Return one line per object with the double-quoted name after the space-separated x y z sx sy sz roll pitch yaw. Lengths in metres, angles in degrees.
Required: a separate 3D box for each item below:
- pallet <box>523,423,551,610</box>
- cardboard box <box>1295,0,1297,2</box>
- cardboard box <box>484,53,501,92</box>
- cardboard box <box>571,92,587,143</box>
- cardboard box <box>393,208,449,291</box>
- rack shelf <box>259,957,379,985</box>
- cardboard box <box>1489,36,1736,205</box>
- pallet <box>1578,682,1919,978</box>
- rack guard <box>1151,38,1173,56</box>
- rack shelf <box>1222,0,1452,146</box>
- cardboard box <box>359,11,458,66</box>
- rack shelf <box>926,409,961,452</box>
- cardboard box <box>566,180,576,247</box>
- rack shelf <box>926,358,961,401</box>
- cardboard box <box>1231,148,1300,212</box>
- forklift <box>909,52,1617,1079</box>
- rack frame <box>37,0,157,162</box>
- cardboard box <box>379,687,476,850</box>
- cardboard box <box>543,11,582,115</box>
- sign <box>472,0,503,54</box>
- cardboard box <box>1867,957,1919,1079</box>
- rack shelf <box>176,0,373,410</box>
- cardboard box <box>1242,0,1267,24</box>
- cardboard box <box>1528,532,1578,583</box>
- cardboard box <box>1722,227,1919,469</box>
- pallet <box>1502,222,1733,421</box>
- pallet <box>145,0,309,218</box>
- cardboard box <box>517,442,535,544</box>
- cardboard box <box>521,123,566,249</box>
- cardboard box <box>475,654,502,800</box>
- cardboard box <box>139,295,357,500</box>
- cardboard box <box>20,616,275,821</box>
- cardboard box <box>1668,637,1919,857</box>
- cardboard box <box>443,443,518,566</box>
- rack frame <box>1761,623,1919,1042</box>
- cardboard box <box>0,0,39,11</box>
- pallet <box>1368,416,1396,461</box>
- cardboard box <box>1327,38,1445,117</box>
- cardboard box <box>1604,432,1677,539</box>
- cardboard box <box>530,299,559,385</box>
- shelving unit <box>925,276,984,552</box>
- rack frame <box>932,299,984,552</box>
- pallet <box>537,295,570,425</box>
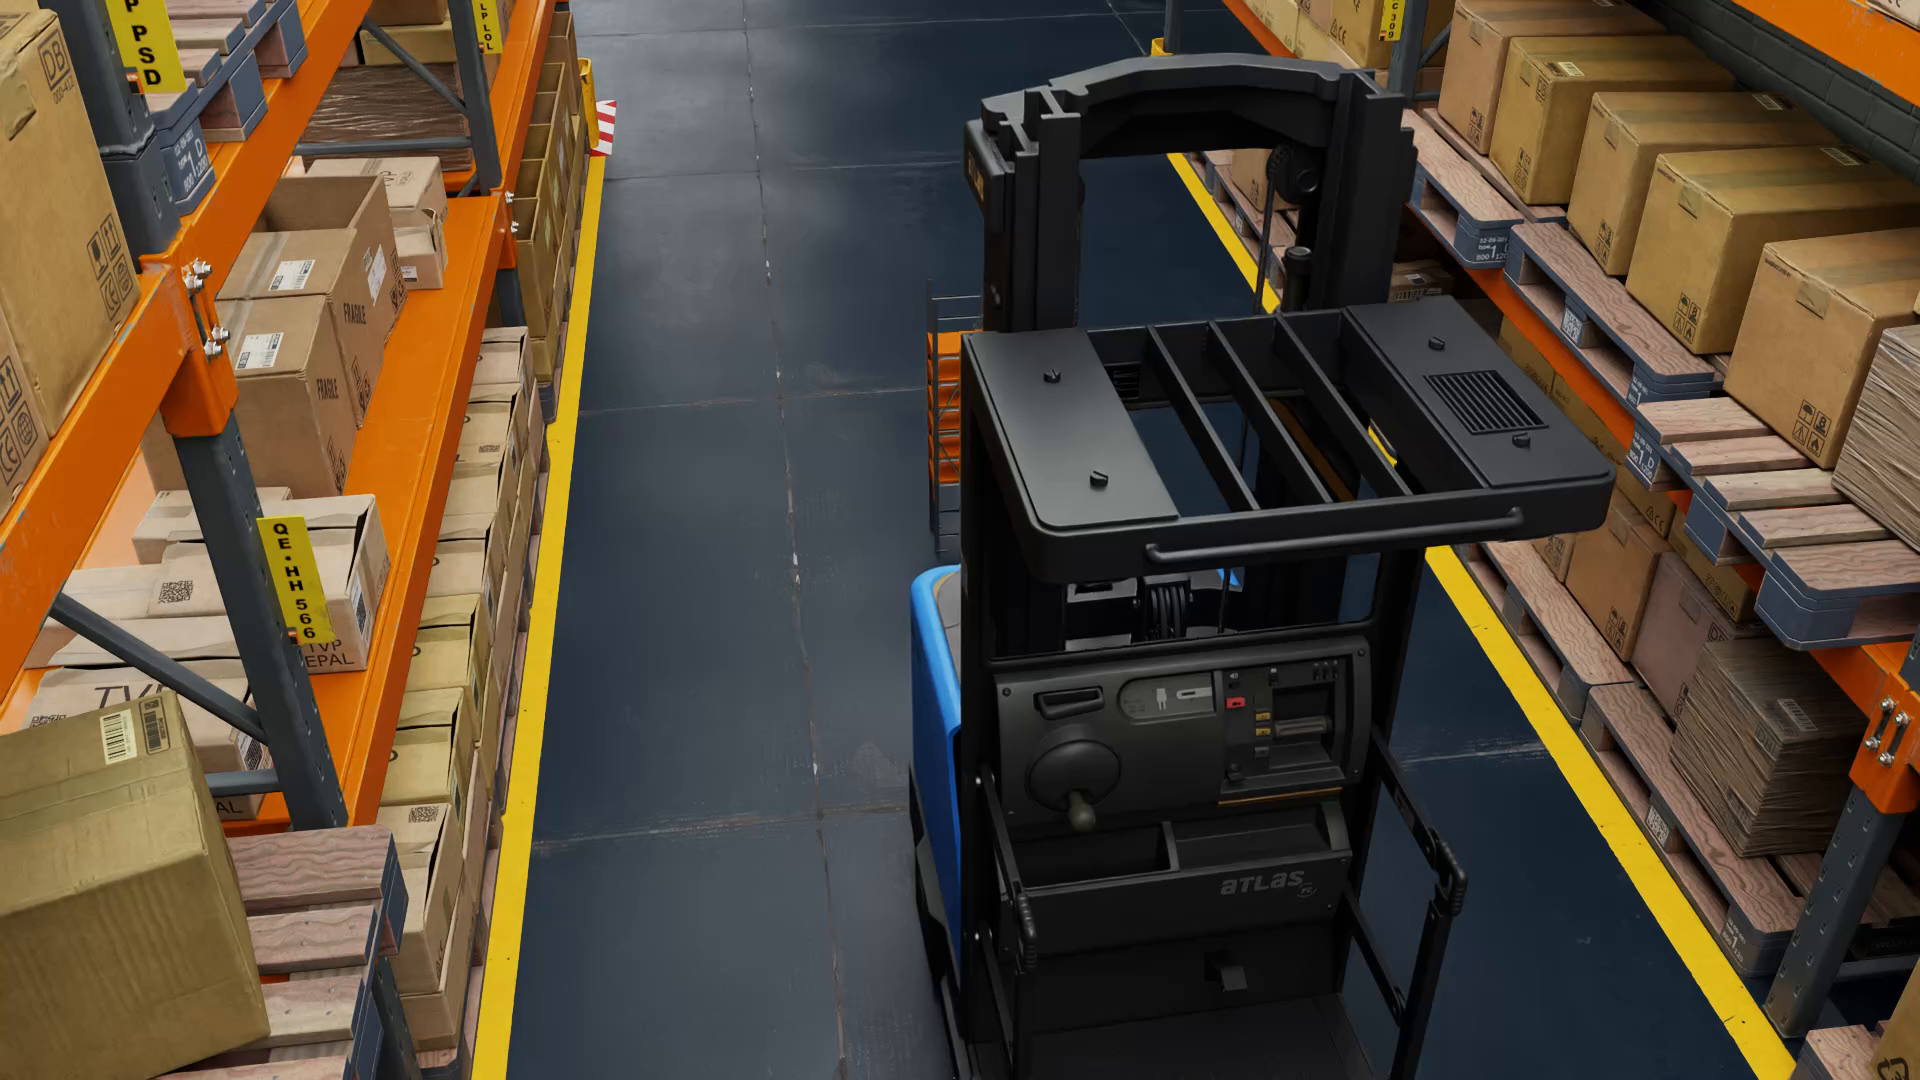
-2.334 -0.091 7.196 1.003 0.211 1.213 -4 35 -6 "pallet"
1.936 -3.085 8.563 0.500 0.500 0.500 -5 35 -8 "cardboard box"
-2.679 -2.514 8.187 0.700 0.500 0.500 -4 34 -6 "cardboard box"
-2.645 -2.644 10.535 0.500 0.250 0.500 -4 35 -6 "cardboard box"
-2.172 -1.119 6.348 0.396 0.266 0.258 -5 35 -8 "cardboard box"
-1.665 1.994 2.300 1.077 0.370 4.000 -4 35 -6 "rack shelf"
2.539 -1.653 6.533 0.700 0.500 0.500 -1 34 -1 "cardboard box"
2.870 0.919 5.714 1.003 0.211 1.213 -4 35 -6 "pallet"
1.908 -3.186 11.481 1.175 0.500 0.348 -4 35 -6 "rack guard"
2.167 -2.848 9.404 1.077 0.370 4.000 -4 35 -6 "rack shelf"
-2.316 -2.126 7.041 0.380 0.149 0.250 -4 35 -6 "cardboard box"
-0.002 -0.467 6.949 0.258 0.103 0.180 -4 35 -6 "rack shelf"
-2.432 -1.808 9.308 0.500 0.250 0.500 -4 35 -6 "cardboard box"
-0.002 -0.666 6.814 0.258 0.103 0.180 -4 35 -6 "rack shelf"
2.028 -2.286 9.769 0.700 0.500 0.500 -6 35 -9 "cardboard box"
0.587 0.535 3.863 1.130 2.935 3.031 -6 35 -8 "forklift"
-1.934 -1.899 2.045 1.000 3.000 0.127 -4 35 -6 "rack frame"
-1.793 0.704 5.124 0.500 0.311 0.500 -5 35 -8 "cardboard box"
-2.643 -2.954 10.324 0.500 0.500 0.500 -4 35 -6 "cardboard box"
-1.936 -2.144 6.775 0.100 0.325 0.005 -4 35 -6 "sign"
2.943 1.338 4.159 0.750 0.750 0.750 -5 35 -7 "cardboard box"
-2.203 -1.478 4.730 1.077 0.370 4.000 -4 35 -6 "rack shelf"
1.861 -3.055 9.185 0.500 0.250 0.500 -4 34 -6 "cardboard box"
2.699 -0.196 6.703 0.700 0.500 0.500 -4 34 -6 "cardboard box"
2.799 -0.591 4.975 0.700 0.500 0.500 -8 35 -11 "cardboard box"
2.667 -0.819 5.959 1.003 0.211 1.213 -4 35 -6 "pallet"
-2.114 -0.953 3.489 1.213 0.211 1.003 -3 34 -4 "pallet"
-2.063 -0.197 6.944 0.500 0.250 0.500 -5 35 -7 "cardboard box"
-2.359 -1.839 8.688 0.500 0.500 0.500 -4 35 -6 "cardboard box"
-1.858 0.659 5.689 0.500 0.250 0.500 -5 35 -8 "cardboard box"
-2.176 -0.396 5.079 0.500 0.500 0.500 -6 35 -9 "cardboard box"
-1.940 0.411 4.062 0.500 0.311 0.500 -2 34 -3 "cardboard box"
2.826 0.656 5.452 0.700 0.500 0.500 -4 34 -6 "cardboard box"
-1.993 -0.148 6.374 0.500 0.311 0.500 -4 35 -7 "cardboard box"
2.974 0.203 4.288 1.000 3.000 0.127 -4 35 -6 "rack frame"
-2.051 -1.020 3.179 0.500 0.250 0.500 -7 35 -10 "cardboard box"
2.542 -0.442 7.712 1.003 0.211 1.213 -4 35 -6 "pallet"
2.072 -2.217 7.954 0.500 0.250 0.500 -4 35 -6 "cardboard box"
2.737 -0.263 6.135 0.500 0.250 0.500 -5 35 -7 "cardboard box"
-2.234 -0.971 8.080 0.500 0.250 0.500 -4 35 -6 "cardboard box"
-0.002 -0.504 6.924 0.258 1.200 0.189 -4 35 -6 "shelving unit"
0.010 -0.453 6.849 0.240 1.200 0.006 -4 35 -6 "rack frame"
-2.538 -0.946 8.451 1.003 0.211 1.213 -4 35 -6 "pallet"
